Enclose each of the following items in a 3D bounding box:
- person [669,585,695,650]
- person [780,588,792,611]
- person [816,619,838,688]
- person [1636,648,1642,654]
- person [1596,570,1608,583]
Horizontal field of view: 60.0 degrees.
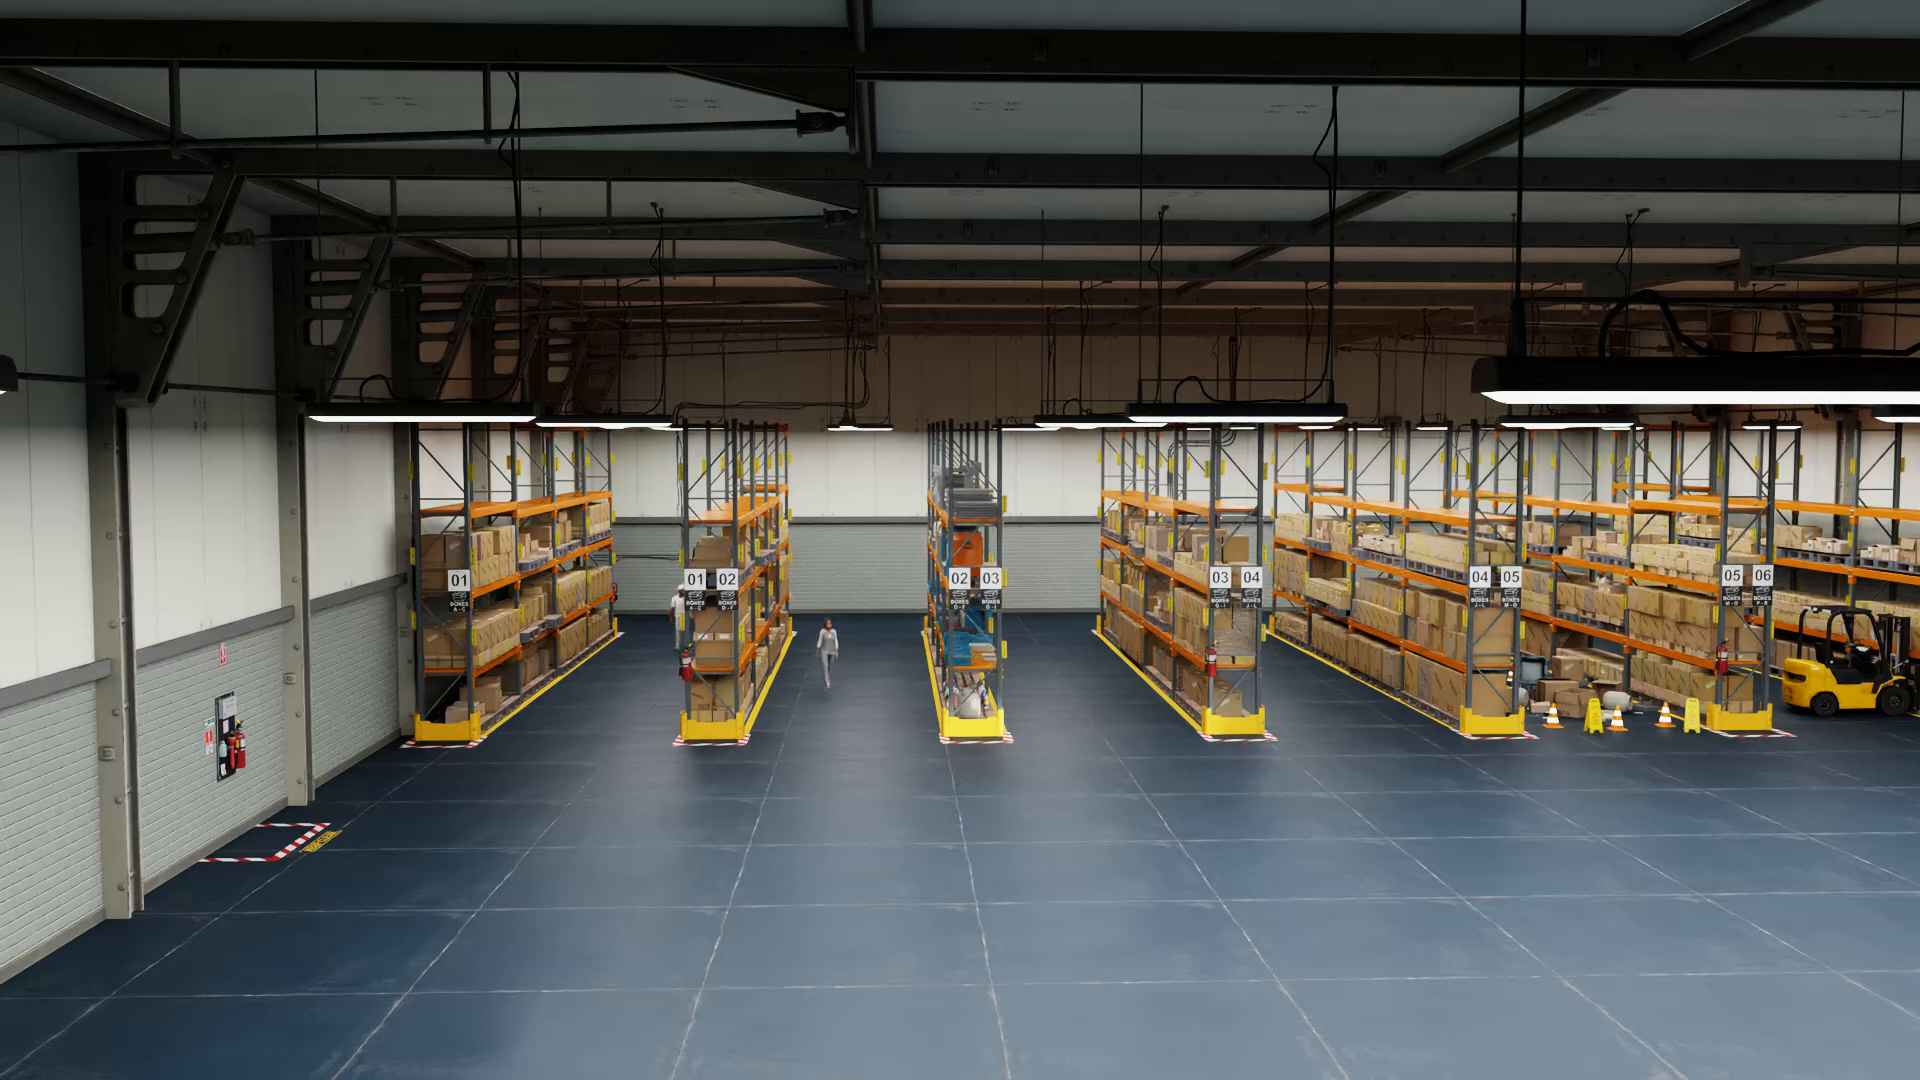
[{"bbox_3d":[-7.358,2.036,44.021,0.697,1.707,1.085,0,4,-2],"label":"person"},{"bbox_3d":[-5.314,1.728,49.683,0.478,1.682,0.860,-3,5,-36],"label":"person"},{"bbox_3d":[-2.952,2.539,37.291,0.453,1.543,0.969,-2,4,-27],"label":"person"},{"bbox_3d":[17.181,2.215,41.537,0.542,1.814,0.609,-1,4,-13],"label":"person"},{"bbox_3d":[19.171,1.668,49.462,0.756,1.770,0.561,0,4,2],"label":"person"}]
